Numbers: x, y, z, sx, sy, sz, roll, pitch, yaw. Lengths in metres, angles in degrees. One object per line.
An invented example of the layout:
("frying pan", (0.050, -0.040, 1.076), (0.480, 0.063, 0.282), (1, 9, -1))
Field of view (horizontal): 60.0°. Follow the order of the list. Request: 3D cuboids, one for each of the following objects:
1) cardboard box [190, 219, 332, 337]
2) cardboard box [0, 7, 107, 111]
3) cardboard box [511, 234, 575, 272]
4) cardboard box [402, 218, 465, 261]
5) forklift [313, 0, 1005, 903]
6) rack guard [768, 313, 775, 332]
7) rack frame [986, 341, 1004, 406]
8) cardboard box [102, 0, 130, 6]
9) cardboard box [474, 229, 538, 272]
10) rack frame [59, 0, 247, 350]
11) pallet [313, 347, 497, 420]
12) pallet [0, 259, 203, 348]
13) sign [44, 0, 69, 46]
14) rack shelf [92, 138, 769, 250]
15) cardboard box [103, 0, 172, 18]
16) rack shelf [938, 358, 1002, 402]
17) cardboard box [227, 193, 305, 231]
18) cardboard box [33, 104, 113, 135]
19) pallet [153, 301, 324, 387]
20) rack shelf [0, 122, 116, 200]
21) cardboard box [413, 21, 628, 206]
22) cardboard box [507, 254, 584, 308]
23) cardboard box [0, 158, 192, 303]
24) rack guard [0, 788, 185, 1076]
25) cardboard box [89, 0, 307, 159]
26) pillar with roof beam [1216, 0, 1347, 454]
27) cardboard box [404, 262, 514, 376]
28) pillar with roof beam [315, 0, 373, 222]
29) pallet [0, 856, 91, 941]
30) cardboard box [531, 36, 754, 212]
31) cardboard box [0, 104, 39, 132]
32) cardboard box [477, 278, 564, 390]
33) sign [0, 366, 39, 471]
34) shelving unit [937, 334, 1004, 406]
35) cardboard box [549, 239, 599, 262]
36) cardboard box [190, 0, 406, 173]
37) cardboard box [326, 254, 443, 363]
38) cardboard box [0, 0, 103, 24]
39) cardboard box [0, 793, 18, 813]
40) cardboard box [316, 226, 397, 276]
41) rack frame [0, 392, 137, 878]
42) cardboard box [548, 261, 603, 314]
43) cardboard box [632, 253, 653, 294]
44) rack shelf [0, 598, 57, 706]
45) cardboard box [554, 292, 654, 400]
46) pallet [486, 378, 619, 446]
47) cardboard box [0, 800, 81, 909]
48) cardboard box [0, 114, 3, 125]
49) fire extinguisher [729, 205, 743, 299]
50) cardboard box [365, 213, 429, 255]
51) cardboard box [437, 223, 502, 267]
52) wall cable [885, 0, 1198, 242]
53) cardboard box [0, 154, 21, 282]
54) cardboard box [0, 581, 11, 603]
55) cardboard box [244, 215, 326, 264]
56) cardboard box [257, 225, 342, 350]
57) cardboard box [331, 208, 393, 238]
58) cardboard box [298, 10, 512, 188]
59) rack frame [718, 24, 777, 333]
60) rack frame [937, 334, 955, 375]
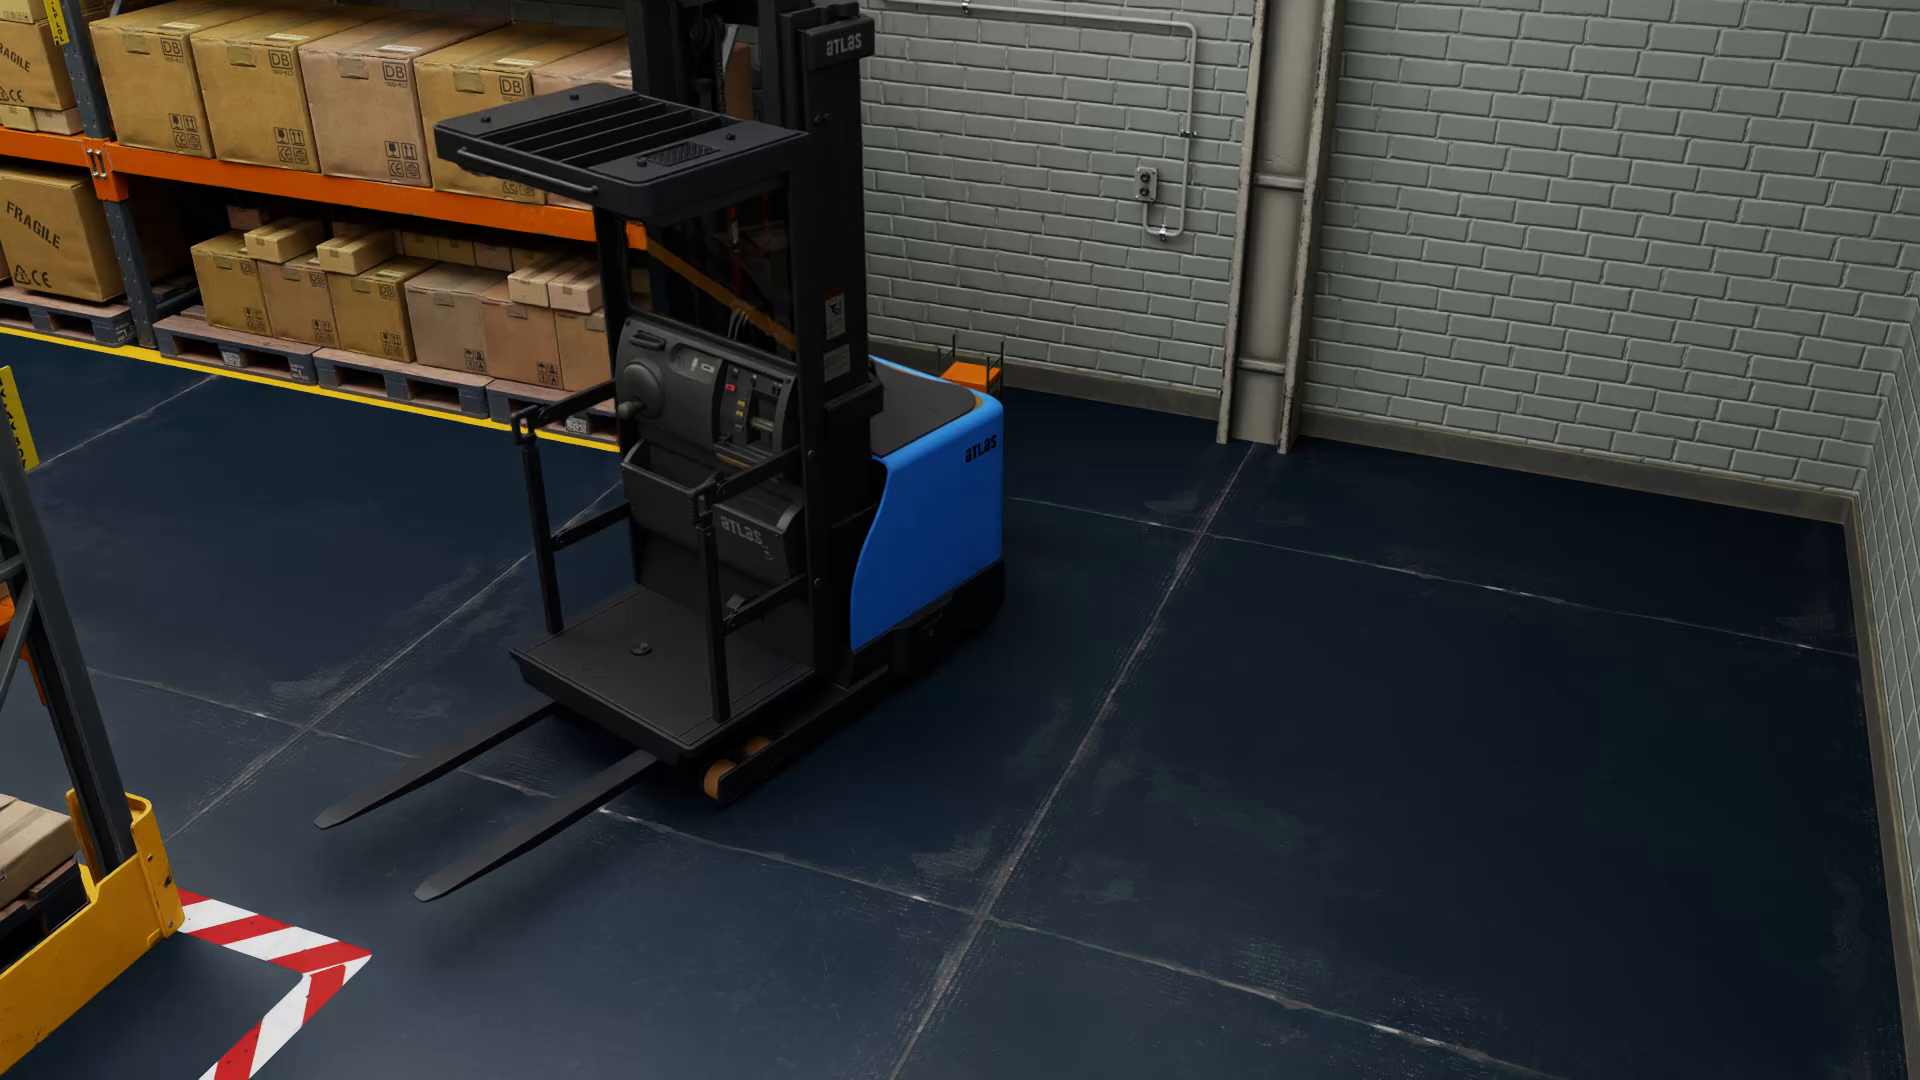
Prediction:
("cardboard box", (-4.219, -1.635, 10.208), (0.500, 0.500, 0.700), (12, 32, 20))
("cardboard box", (-5.396, -2.878, 9.868), (0.500, 0.500, 0.500), (11, 31, 18))
("cardboard box", (-2.364, -1.654, 9.583), (0.250, 0.149, 0.380), (12, 31, 20))
("cardboard box", (-3.072, -1.795, 9.832), (0.250, 0.149, 0.380), (11, 31, 18))
("forklift", (-1.118, -0.536, 6.220), (1.130, 2.935, 3.031), (22, 36, 33))
("rack guard", (-1.145, -0.893, 9.321), (0.348, 0.500, 1.175), (11, 31, 19))
("rack frame", (0.163, -0.425, 7.934), (0.008, 1.050, 0.200), (11, 31, 19))
("cardboard box", (-5.202, -3.438, 10.097), (0.500, 0.250, 0.500), (12, 32, 21))
("cardboard box", (-2.600, -1.701, 9.665), (0.250, 0.149, 0.380), (12, 32, 20))
("rack frame", (-4.873, -2.725, 10.023), (0.127, 3.000, 1.000), (11, 31, 19))
("pallet", (-3.064, -1.110, 10.000), (1.213, 0.211, 1.003), (11, 31, 19))
("pallet", (-5.617, -1.620, 10.901), (1.213, 0.211, 1.003), (11, 31, 19))
("sign", (-5.068, -2.946, 9.317), (0.005, 0.325, 0.100), (11, 31, 19))
("rack shelf", (-3.020, -2.042, 9.546), (4.000, 0.370, 1.077), (11, 31, 19))
("cardboard box", (-5.205, -3.107, 10.275), (0.500, 0.500, 0.500), (10, 31, 17))
("rack shelf", (0.050, -0.685, 7.840), (0.240, 0.259, 0.215), (11, 31, 19))
("cardboard box", (-4.279, -2.035, 10.256), (0.250, 0.149, 0.380), (11, 31, 19))
("cardboard box", (-5.293, -2.558, 9.963), (0.250, 0.149, 0.380), (12, 31, 20))
("pallet", (-4.198, -1.335, 10.398), (1.213, 0.211, 1.003), (11, 31, 19))
("rack shelf", (-6.727, -2.782, 10.855), (4.000, 0.370, 1.077), (11, 31, 19))
("cardboard box", (-2.322, -2.335, 9.028), (0.700, 0.700, 0.980), (11, 31, 19))
("cardboard box", (-2.278, -1.434, 9.193), (0.250, 0.149, 0.380), (12, 32, 20))
("cardboard box", (-5.525, -2.033, 10.557), (0.750, 0.750, 0.750), (12, 32, 20))
("rack guard", (-3.096, 1.348, 5.357), (0.348, 0.500, 1.175), (11, 31, 19))
("cardboard box", (-4.377, -2.748, 9.759), (0.700, 0.700, 0.980), (12, 32, 20))
("pillar with roof beam", (0.042, -2.529, 3.579), (0.400, 9.000, 9.100), (11, 31, 19))
("cardboard box", (-2.783, -1.349, 9.702), (0.500, 0.500, 0.700), (10, 31, 17))
("pillar with roof beam", (-5.518, -3.639, 5.543), (0.400, 9.000, 9.100), (11, 31, 19))
("pallet", (-3.835, 1.327, 5.688), (1.213, 0.211, 1.003), (11, 31, 19))
("cardboard box", (-1.643, -2.206, 8.799), (0.700, 0.700, 0.980), (13, 32, 21))
("cardboard box", (-5.536, -2.594, 10.026), (0.250, 0.149, 0.380), (12, 32, 20))
("cardboard box", (-2.317, -1.256, 9.538), (0.500, 0.500, 0.700), (11, 31, 19))
("sign", (-2.822, -0.350, 4.942), (0.005, 0.325, 0.100), (11, 31, 19))
("shelving unit", (0.050, -0.447, 7.974), (0.252, 1.050, 0.215), (11, 31, 19))
("cardboard box", (-2.132, -1.608, 9.500), (0.250, 0.149, 0.380), (11, 31, 19))
("cardboard box", (-3.703, -2.611, 9.516), (0.700, 0.700, 0.980), (10, 31, 18))
("cardboard box", (-3.280, -1.445, 9.871), (0.500, 0.500, 0.700), (12, 32, 20))
("cardboard box", (-5.402, -3.203, 9.683), (0.500, 0.250, 0.500), (12, 32, 20))
("cardboard box", (-3.516, 1.035, 5.802), (0.250, 0.166, 0.380), (11, 31, 19))
("cardboard box", (-3.487, -1.674, 9.618), (0.250, 0.149, 0.380), (10, 31, 18))
("rack frame", (-3.026, 0.274, 4.717), (0.127, 3.000, 1.000), (11, 31, 19))
("cardboard box", (-2.041, -1.387, 9.110), (0.250, 0.149, 0.380), (11, 31, 19))
("cardboard box", (-1.662, -1.514, 9.335), (0.250, 0.149, 0.380), (12, 31, 19))
("rack shelf", (-4.879, 0.217, 5.549), (4.000, 0.370, 1.077), (11, 31, 19))
("cardboard box", (-1.853, -1.164, 9.374), (0.500, 0.500, 0.700), (11, 31, 19))
("pallet", (-1.937, -0.884, 9.599), (1.213, 0.211, 1.003), (11, 31, 19))
("cardboard box", (-3.285, 1.089, 5.724), (0.250, 0.149, 0.380), (11, 31, 19))
("cardboard box", (-5.759, -2.663, 10.147), (0.250, 0.149, 0.380), (12, 32, 21))
("fire extinguisher", (-1.201, -1.551, 8.403), (0.183, 0.674, 0.296), (11, 31, 19))
("cardboard box", (-3.312, -1.843, 9.916), (0.250, 0.149, 0.380), (12, 31, 20))
("cardboard box", (-2.838, -1.748, 9.749), (0.250, 0.149, 0.380), (12, 31, 20))
("wall cable", (0.375, -2.622, 8.808), (1.851, 1.984, 0.084), (11, 31, 19))
("cardboard box", (-6.349, -2.196, 10.846), (0.750, 0.750, 0.750), (12, 32, 21))
("cardboard box", (-3.338, 0.028, 5.050), (0.500, 0.500, 0.500), (12, 32, 20))
("cardboard box", (-3.970, -1.771, 9.789), (0.250, 0.149, 0.380), (12, 32, 21))
("cardboard box", (-3.755, -1.540, 10.041), (0.500, 0.500, 0.700), (11, 31, 19))
("cardboard box", (-3.545, -1.890, 9.999), (0.250, 0.149, 0.380), (10, 31, 18))
("cardboard box", (-3.025, -2.481, 9.285), (0.700, 0.700, 0.980), (10, 31, 17))
("rack frame", (-1.167, -1.985, 8.714), (0.127, 3.000, 1.000), (11, 31, 19))
("rack frame", (-0.063, -0.470, 8.014), (0.008, 1.050, 0.200), (11, 31, 19))
